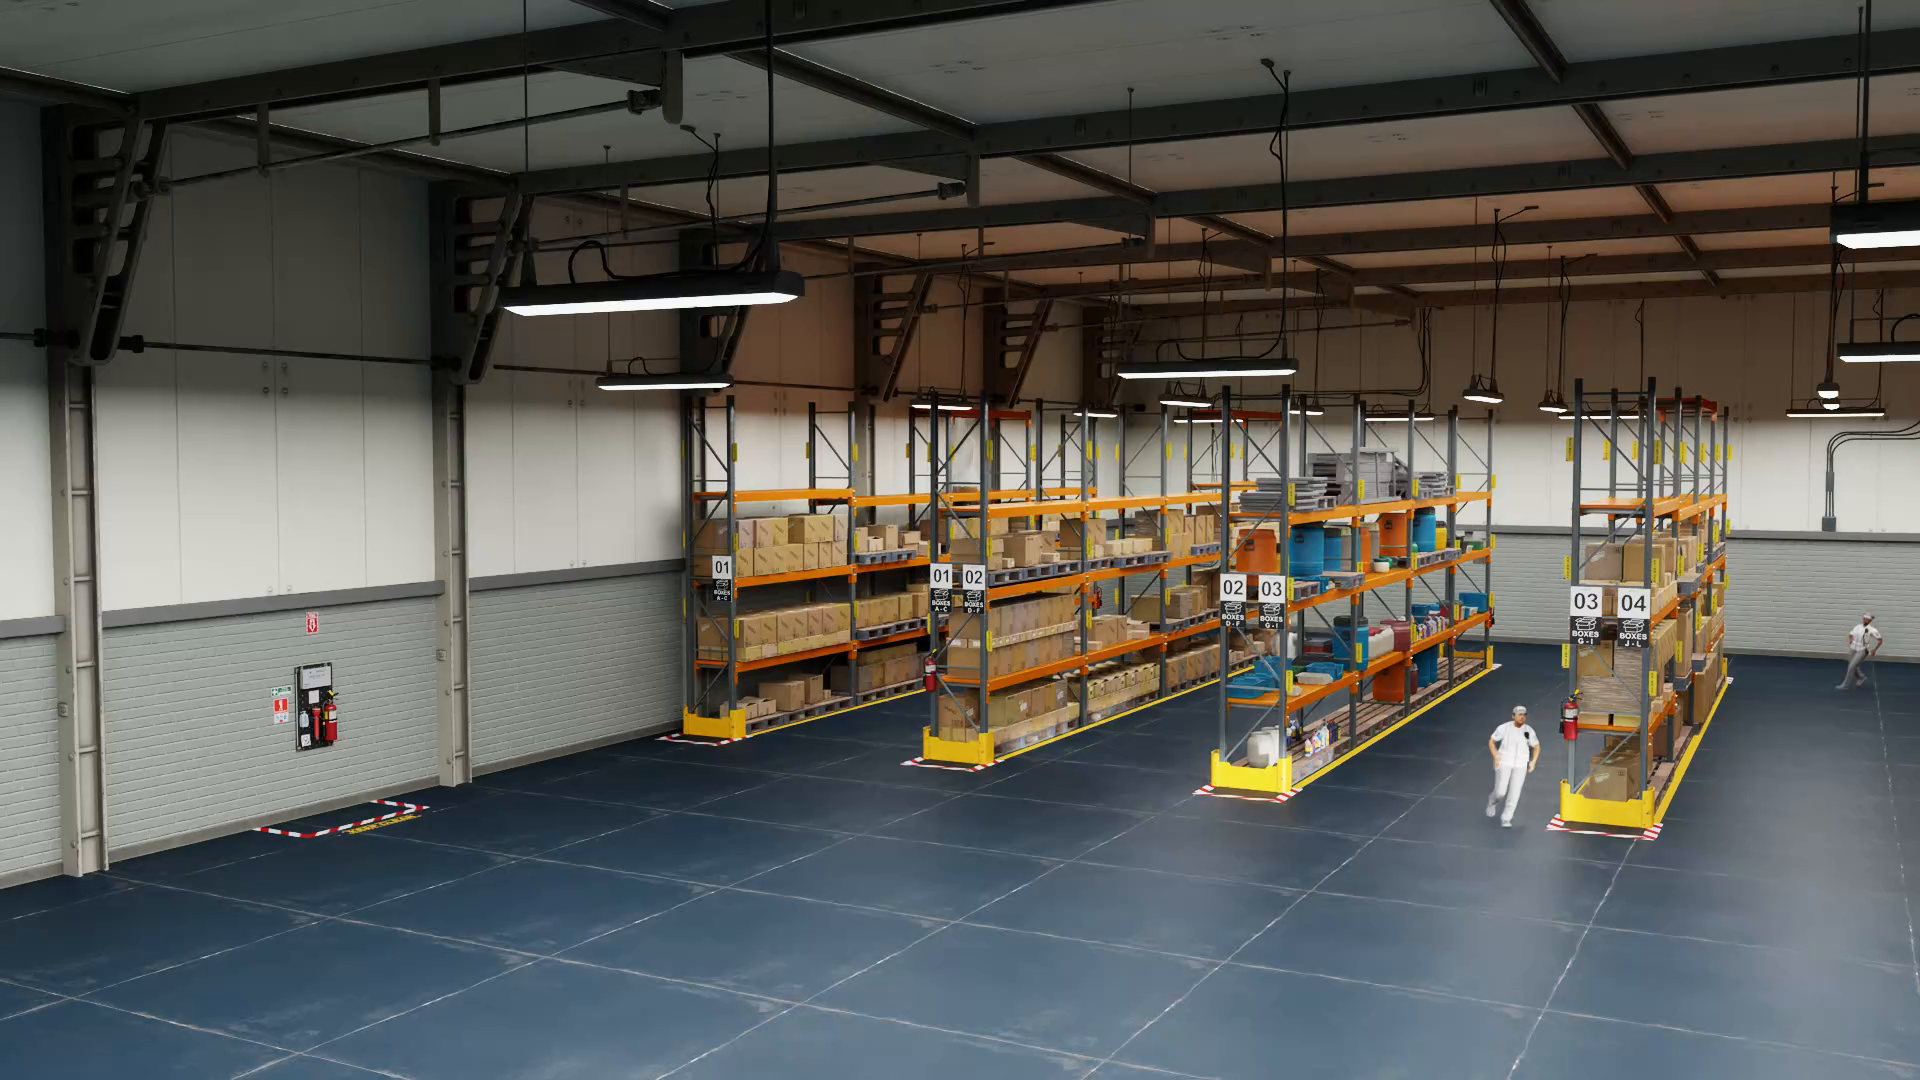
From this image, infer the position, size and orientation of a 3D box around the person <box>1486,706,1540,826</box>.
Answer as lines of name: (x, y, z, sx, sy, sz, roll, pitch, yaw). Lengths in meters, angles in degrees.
person: (7.452, 3.028, 22.325, 0.664, 1.611, 0.615, 0, 3, 7)

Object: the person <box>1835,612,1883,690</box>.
person: (18.842, 2.327, 34.862, 0.879, 1.630, 0.635, -1, 3, -19)

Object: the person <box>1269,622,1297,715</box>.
person: (6.276, 2.416, 32.111, 0.667, 1.793, 0.914, 2, 4, 35)
